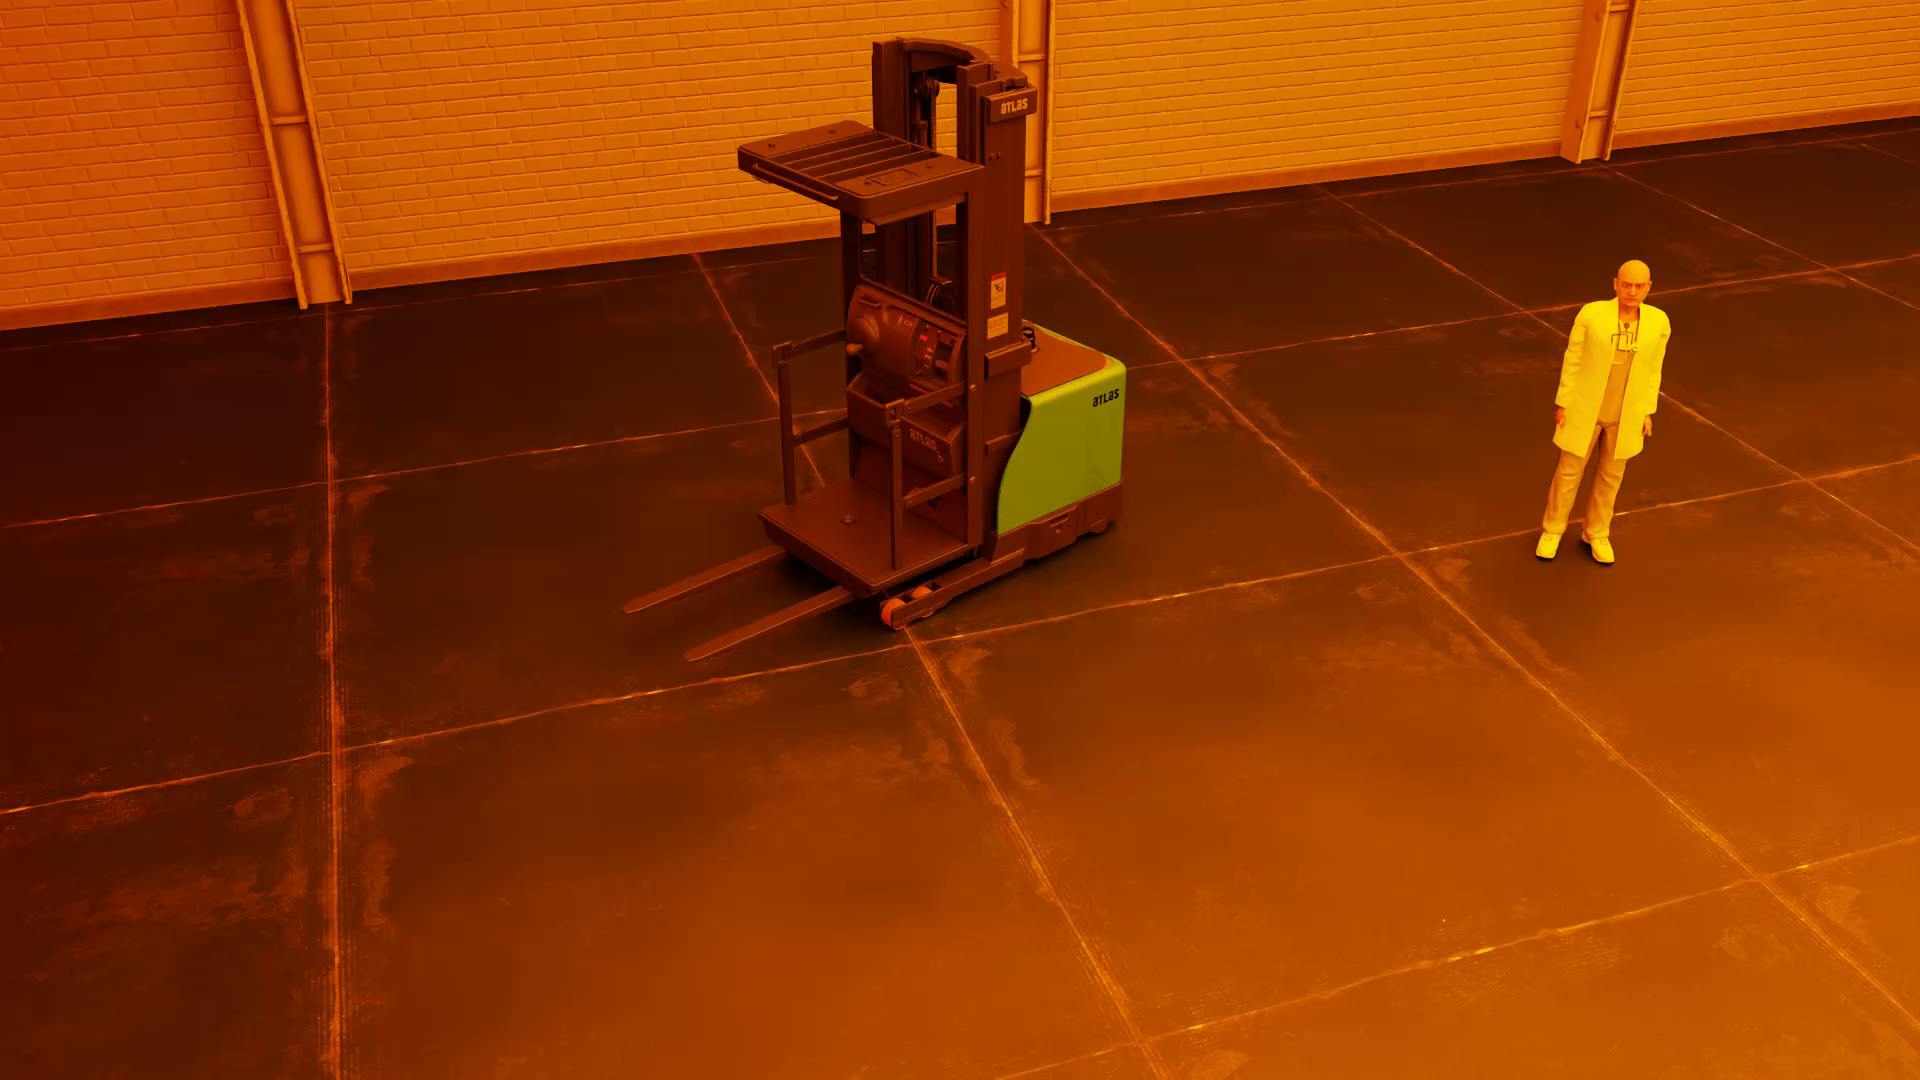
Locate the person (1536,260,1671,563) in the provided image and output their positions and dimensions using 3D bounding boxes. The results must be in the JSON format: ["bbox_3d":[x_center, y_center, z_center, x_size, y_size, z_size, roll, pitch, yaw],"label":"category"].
[{"bbox_3d":[3.684,-0.718,9.489,0.551,1.781,0.391,5,30,9],"label":"person"}]

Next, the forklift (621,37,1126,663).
[{"bbox_3d":[-0.461,-1.072,8.951,3.031,2.935,1.130,-23,37,-34],"label":"forklift"}]
